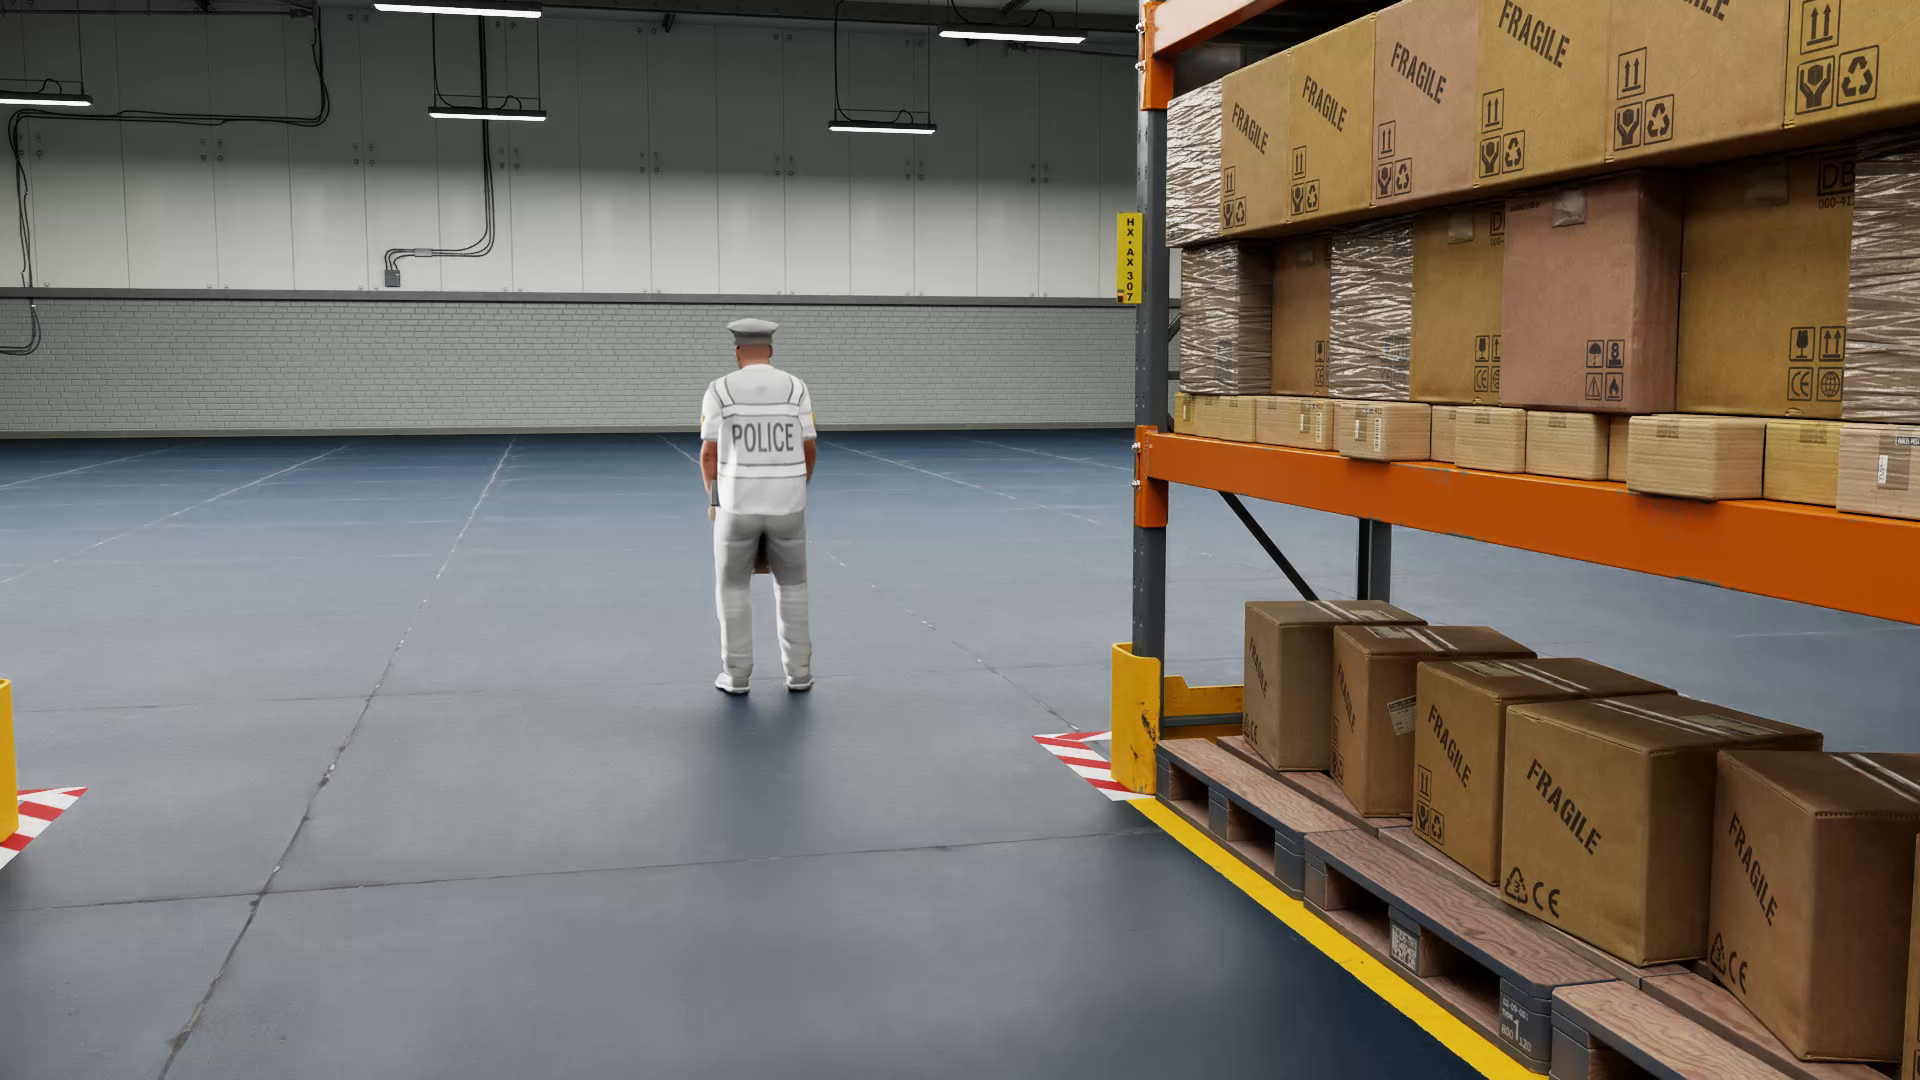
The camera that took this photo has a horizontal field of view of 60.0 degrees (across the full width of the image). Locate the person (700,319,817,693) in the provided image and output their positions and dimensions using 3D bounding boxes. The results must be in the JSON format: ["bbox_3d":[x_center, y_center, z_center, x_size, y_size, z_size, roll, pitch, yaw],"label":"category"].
[{"bbox_3d":[-0.947,-0.160,7.852,0.551,1.761,0.434,-2,6,-15],"label":"person"}]
